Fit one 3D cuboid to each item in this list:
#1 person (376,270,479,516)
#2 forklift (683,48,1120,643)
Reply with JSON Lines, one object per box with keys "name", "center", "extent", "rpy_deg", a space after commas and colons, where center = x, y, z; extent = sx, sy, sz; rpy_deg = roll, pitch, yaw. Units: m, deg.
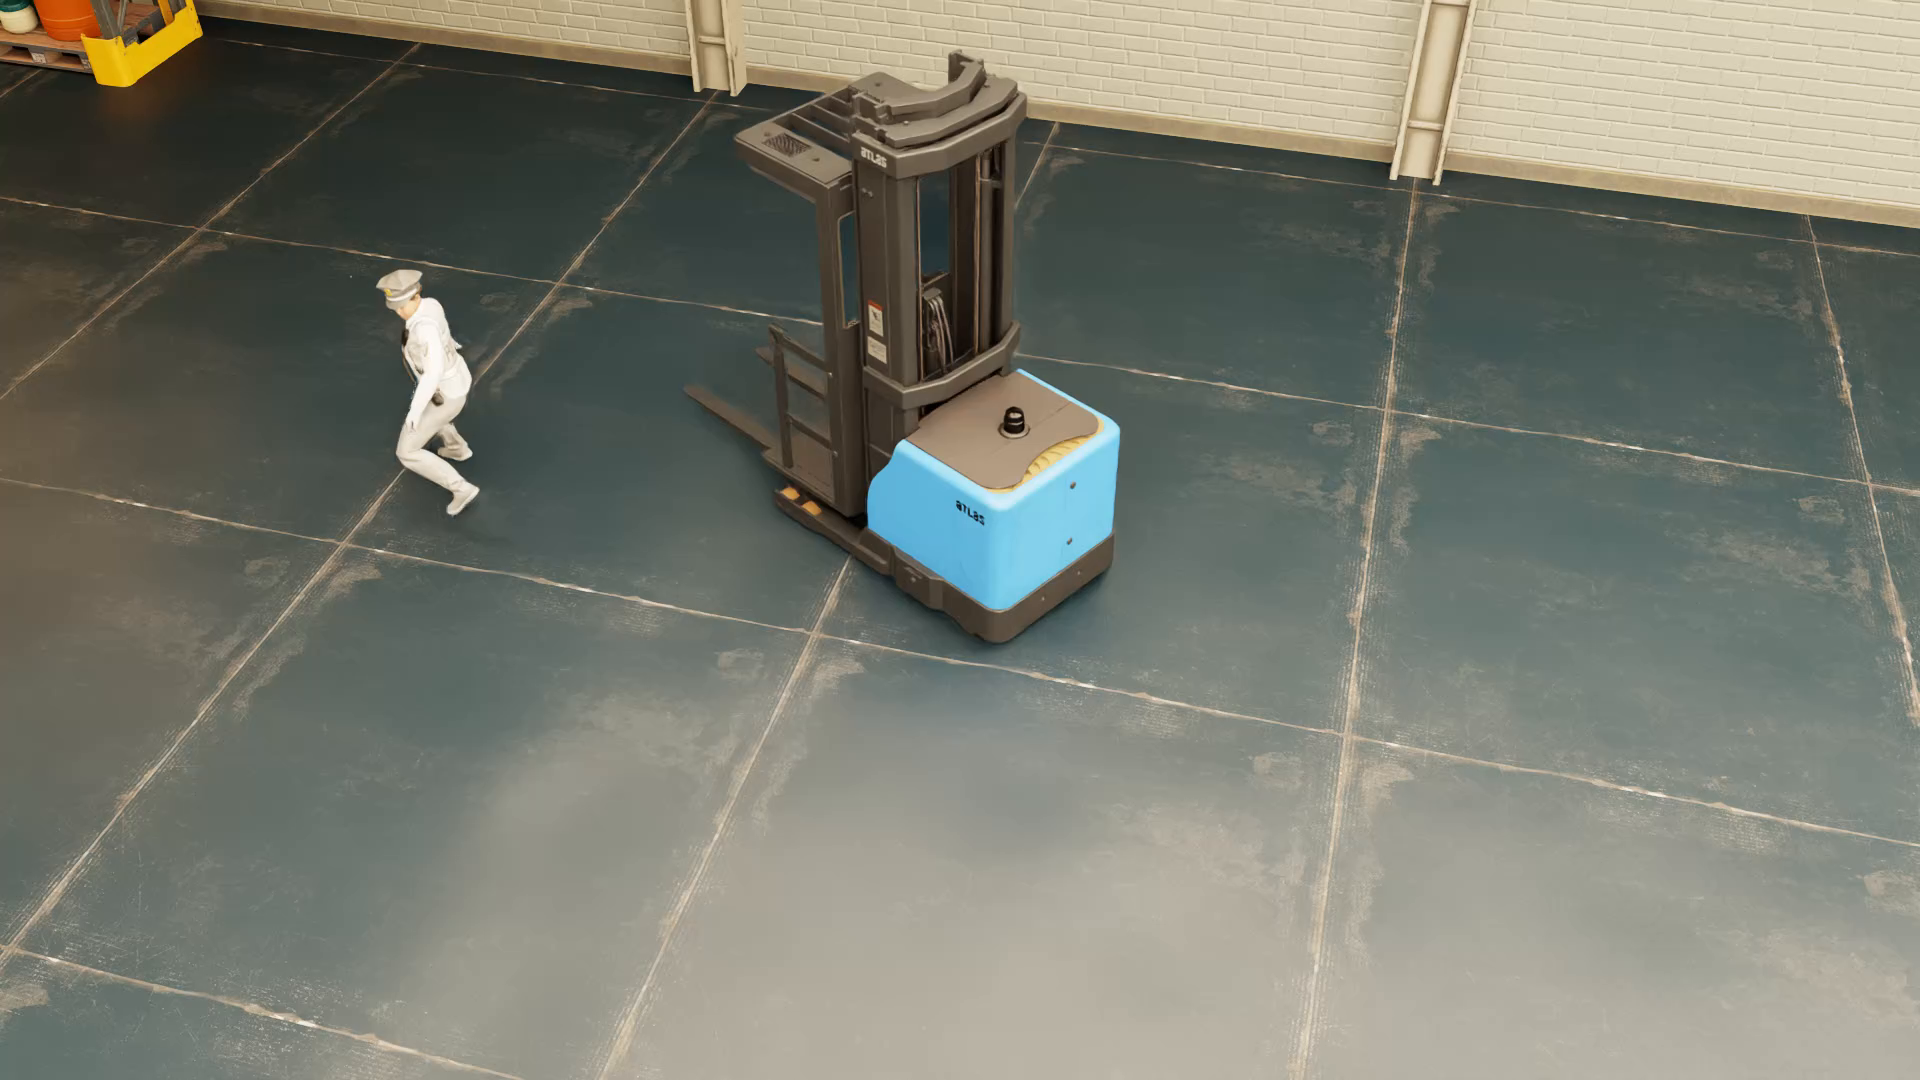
{"name": "person", "center": [-3.174, -0.945, 10.052], "extent": [0.468, 1.554, 1.042], "rpy_deg": [-3, 41, -3]}
{"name": "forklift", "center": [-0.503, -1.389, 9.446], "extent": [3.031, 2.935, 1.130], "rpy_deg": [33, 51, 32]}
